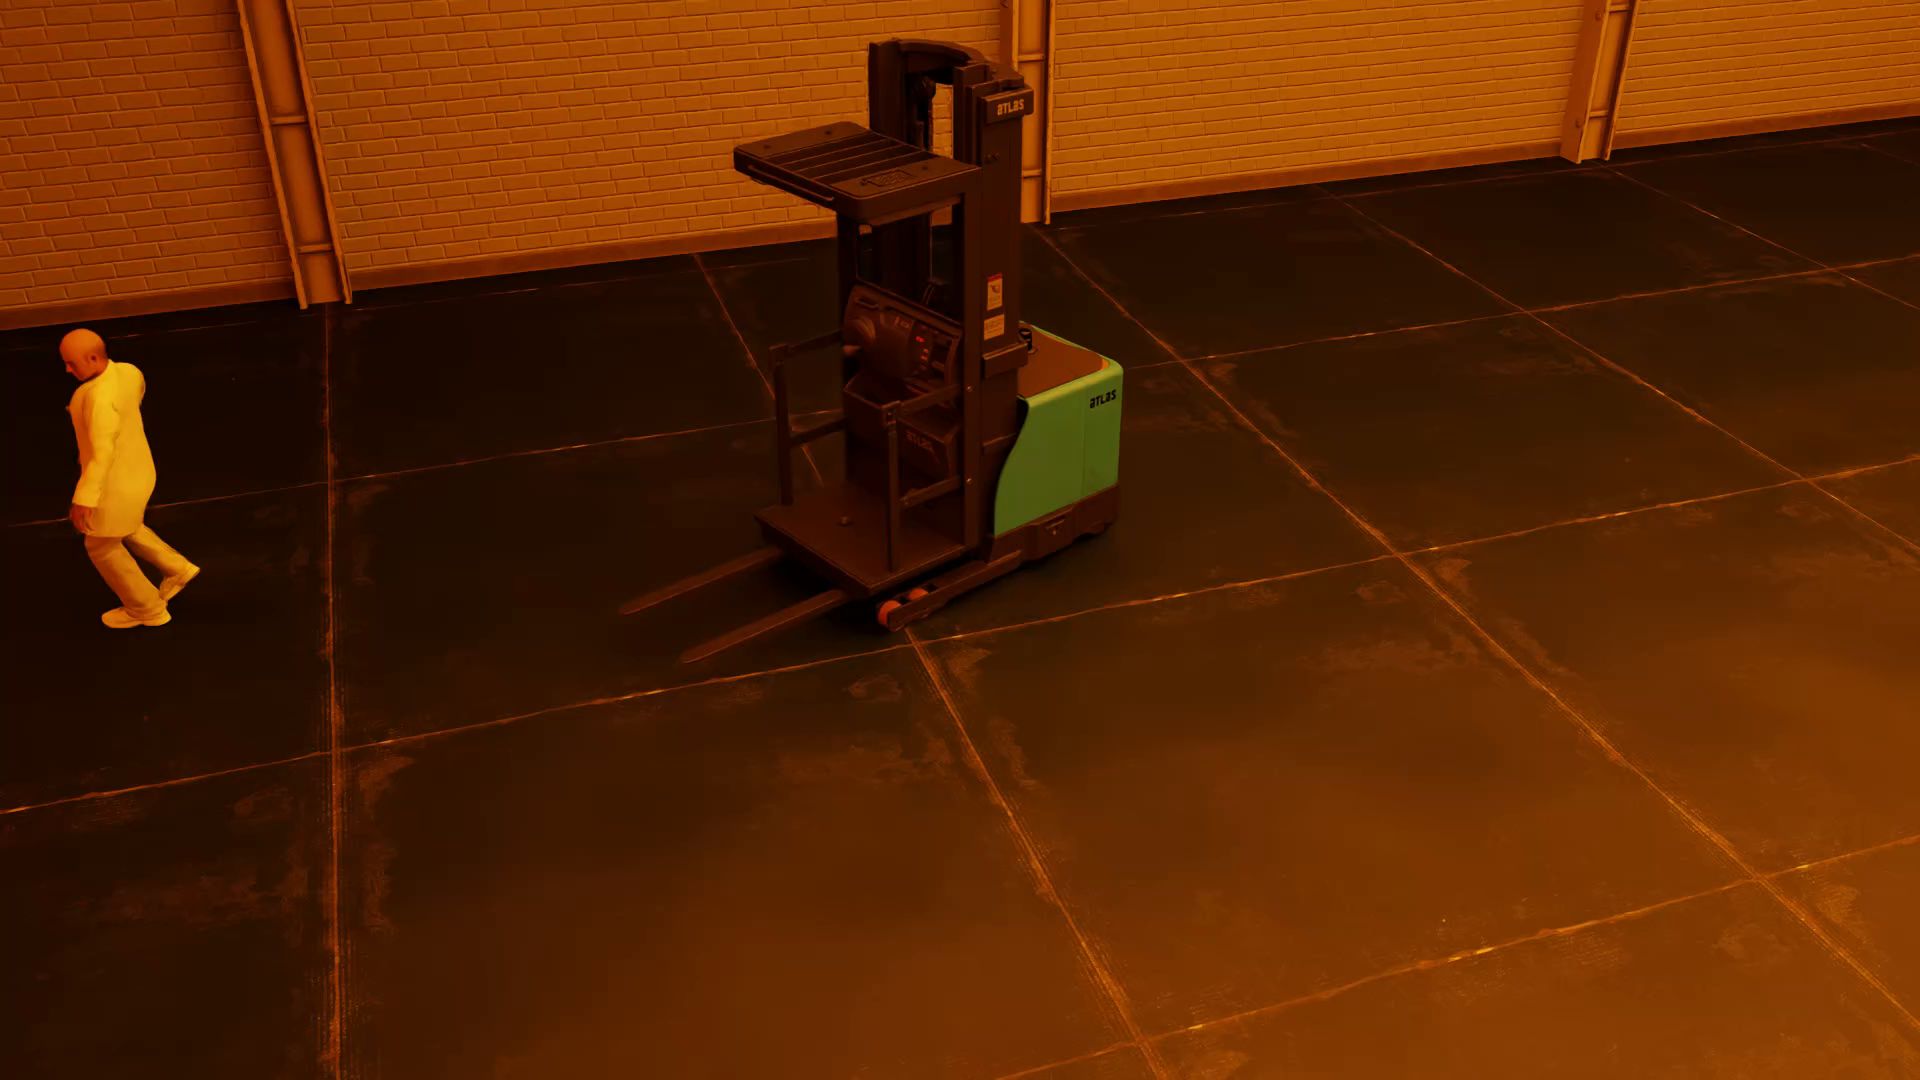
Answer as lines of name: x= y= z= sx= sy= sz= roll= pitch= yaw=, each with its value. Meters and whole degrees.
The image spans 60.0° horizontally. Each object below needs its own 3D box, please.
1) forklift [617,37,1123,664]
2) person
forklift: x=-0.480 y=-1.064 z=8.937 sx=3.031 sy=2.935 sz=1.130 roll=-23 pitch=37 yaw=-34
person: x=-4.502 y=-0.294 z=8.802 sx=0.524 sy=1.749 sz=0.829 roll=1 pitch=30 yaw=2
